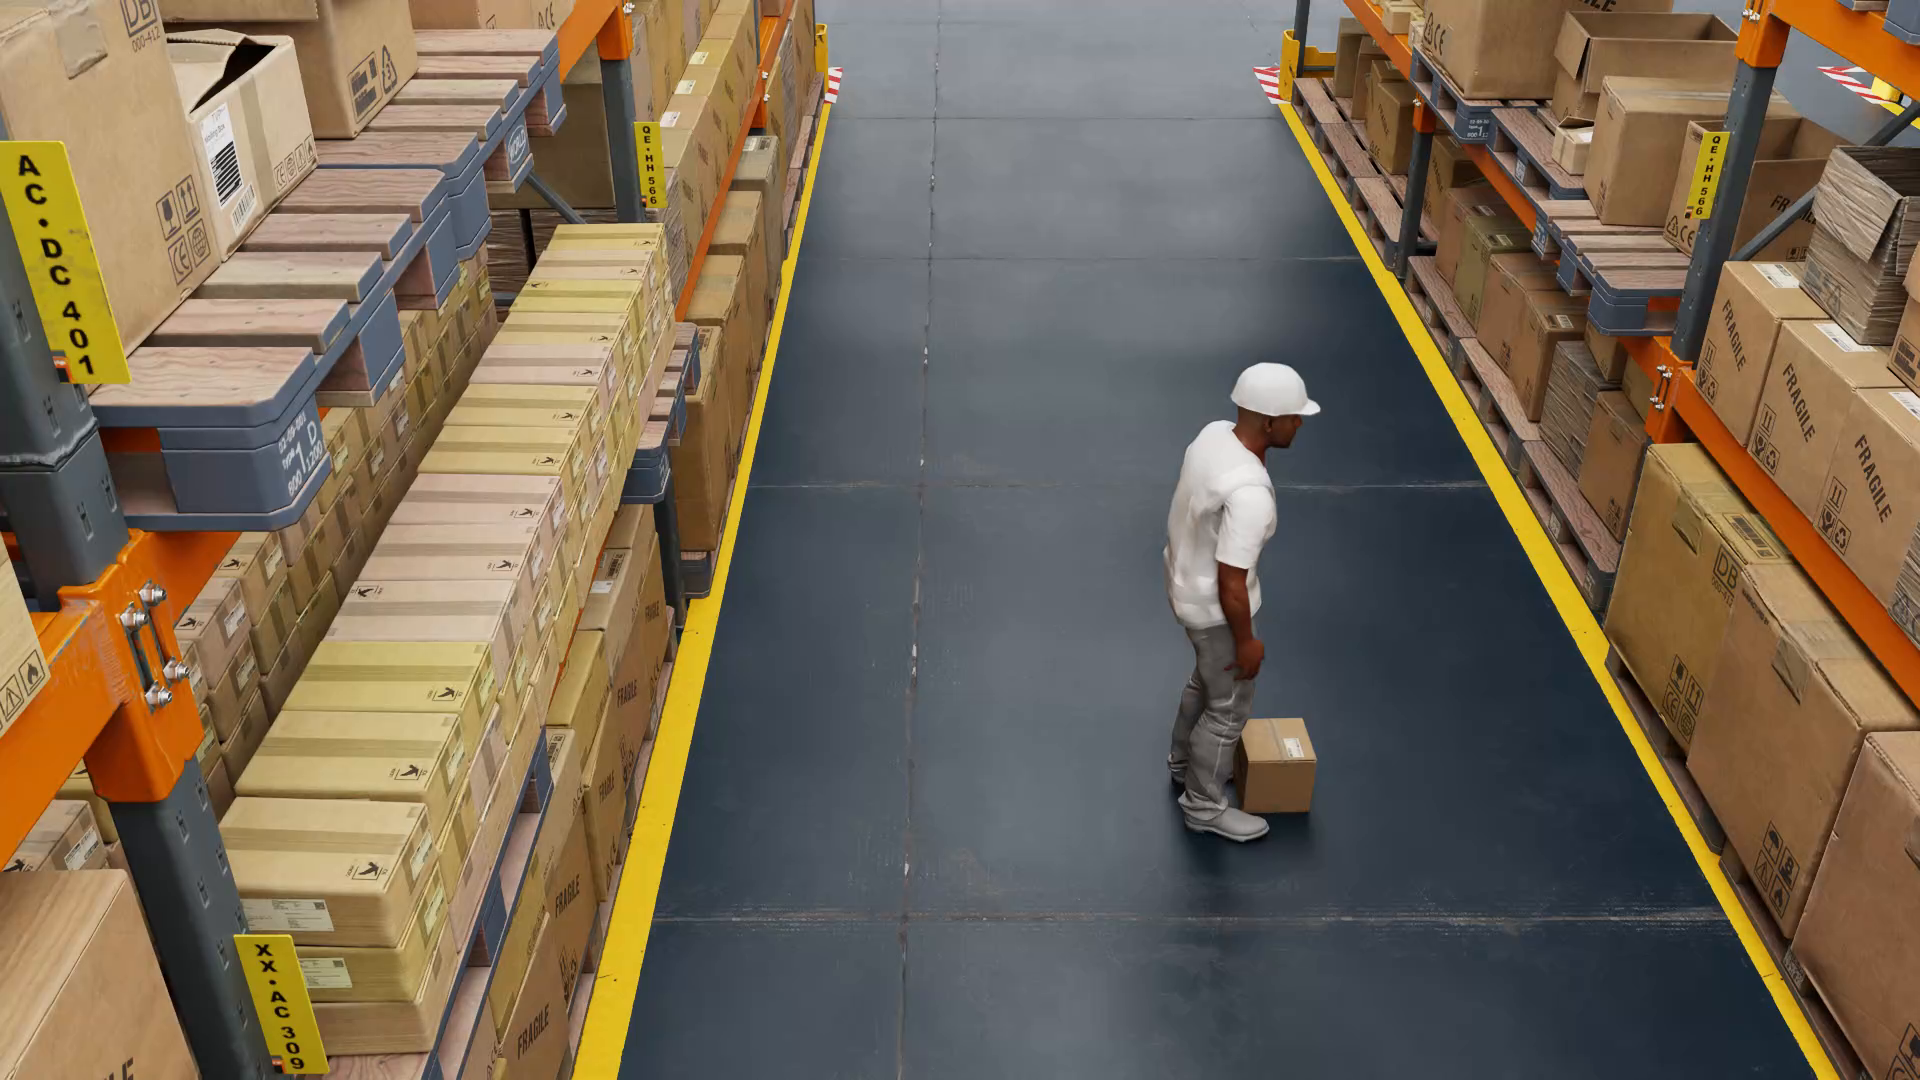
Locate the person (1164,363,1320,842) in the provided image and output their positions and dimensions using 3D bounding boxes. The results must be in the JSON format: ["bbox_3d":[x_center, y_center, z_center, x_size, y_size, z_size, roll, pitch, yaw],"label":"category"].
[{"bbox_3d":[0.943,0.202,5.786,0.463,1.760,0.631,0,31,-1],"label":"person"}]
